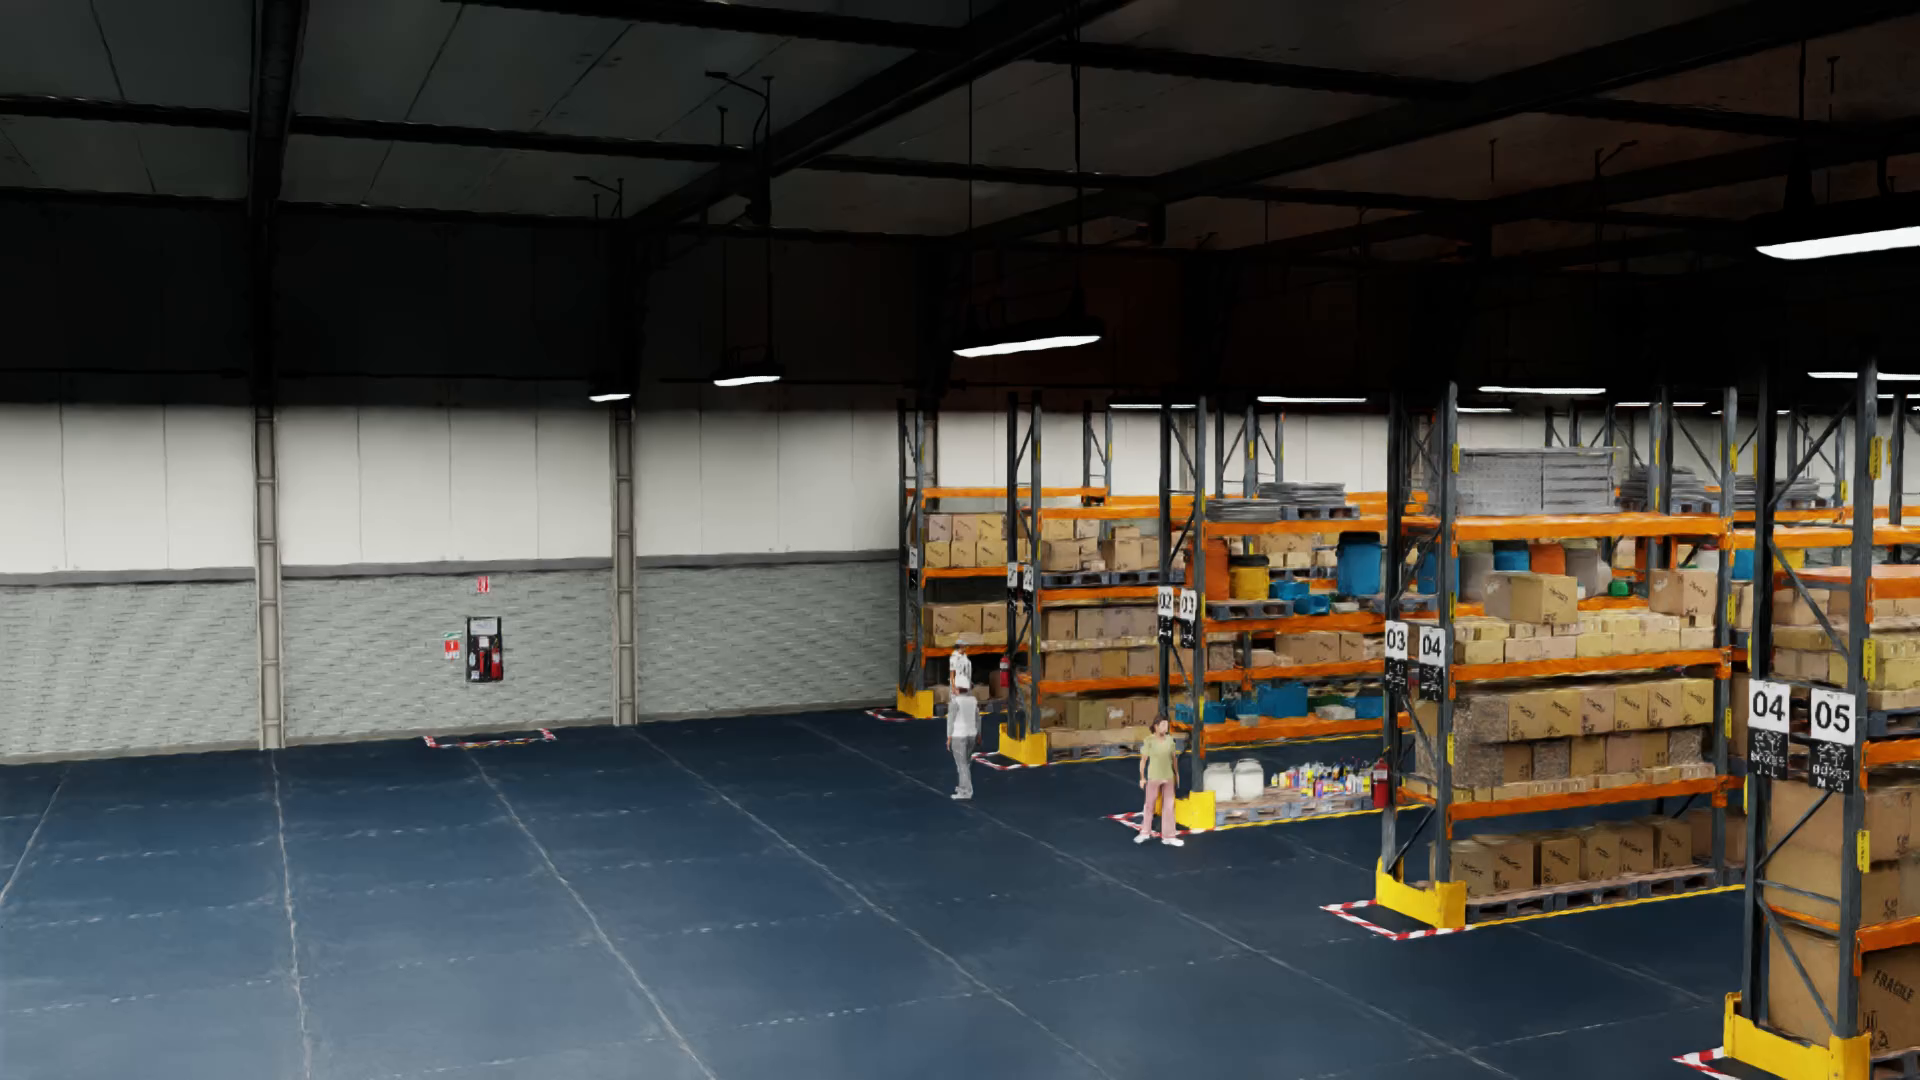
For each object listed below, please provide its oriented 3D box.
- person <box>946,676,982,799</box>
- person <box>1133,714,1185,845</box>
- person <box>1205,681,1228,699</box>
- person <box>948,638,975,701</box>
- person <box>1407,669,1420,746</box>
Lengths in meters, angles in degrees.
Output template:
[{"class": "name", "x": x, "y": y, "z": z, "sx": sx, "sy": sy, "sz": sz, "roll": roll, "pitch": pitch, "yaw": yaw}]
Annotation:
[{"class": "person", "x": 0.033, "y": 2.861, "z": 24.268, "sx": 0.644, "sy": 1.774, "sz": 0.624, "roll": -3, "pitch": 5, "yaw": -44}, {"class": "person", "x": 2.543, "y": 3.072, "z": 21.399, "sx": 0.605, "sy": 1.672, "sz": 0.457, "roll": -1, "pitch": 3, "yaw": -11}, {"class": "person", "x": 4.640, "y": 2.566, "z": 30.457, "sx": 1.089, "sy": 1.590, "sz": 0.488, "roll": -2, "pitch": 4, "yaw": -25}, {"class": "person", "x": 0.031, "y": 2.585, "z": 29.675, "sx": 0.450, "sy": 1.668, "sz": 0.530, "roll": 3, "pitch": 4, "yaw": 37}, {"class": "person", "x": 7.903, "y": 2.640, "z": 28.367, "sx": 1.033, "sy": 1.708, "sz": 0.571, "roll": -2, "pitch": 4, "yaw": -32}]
